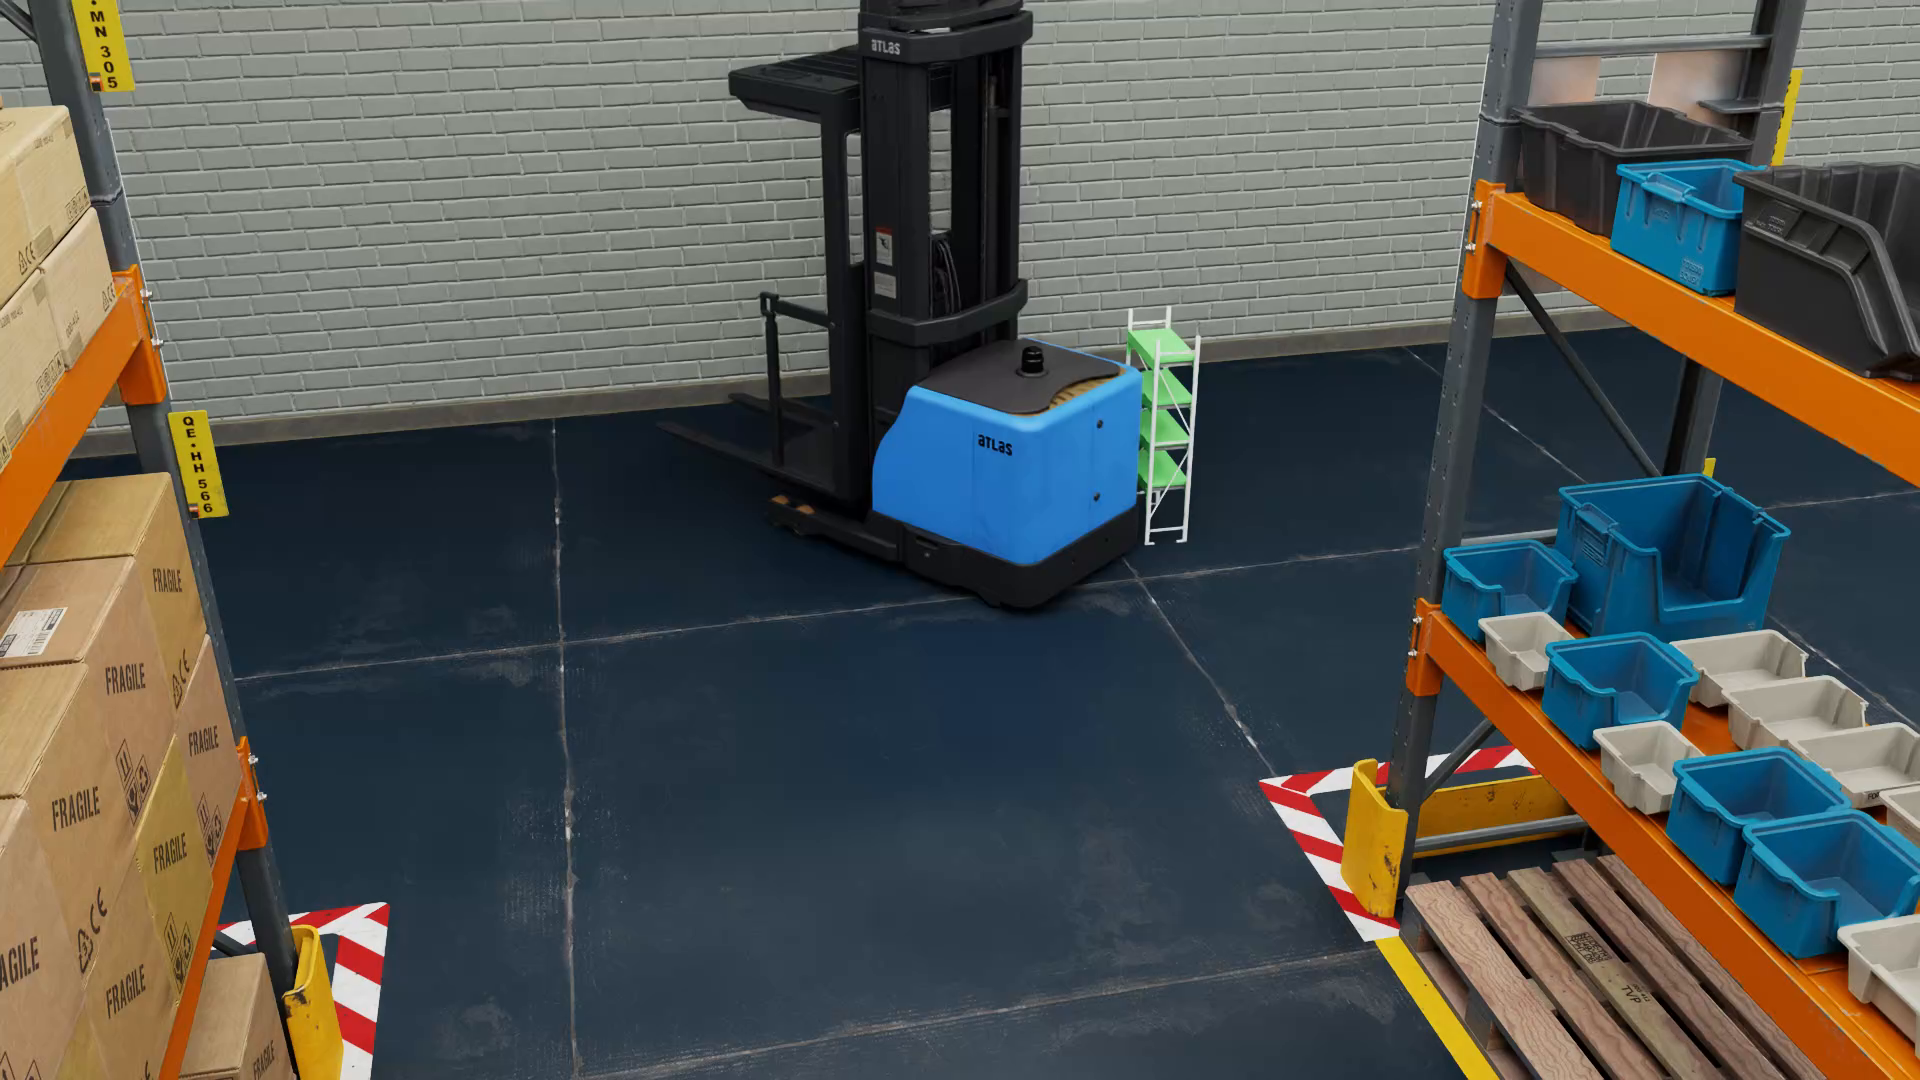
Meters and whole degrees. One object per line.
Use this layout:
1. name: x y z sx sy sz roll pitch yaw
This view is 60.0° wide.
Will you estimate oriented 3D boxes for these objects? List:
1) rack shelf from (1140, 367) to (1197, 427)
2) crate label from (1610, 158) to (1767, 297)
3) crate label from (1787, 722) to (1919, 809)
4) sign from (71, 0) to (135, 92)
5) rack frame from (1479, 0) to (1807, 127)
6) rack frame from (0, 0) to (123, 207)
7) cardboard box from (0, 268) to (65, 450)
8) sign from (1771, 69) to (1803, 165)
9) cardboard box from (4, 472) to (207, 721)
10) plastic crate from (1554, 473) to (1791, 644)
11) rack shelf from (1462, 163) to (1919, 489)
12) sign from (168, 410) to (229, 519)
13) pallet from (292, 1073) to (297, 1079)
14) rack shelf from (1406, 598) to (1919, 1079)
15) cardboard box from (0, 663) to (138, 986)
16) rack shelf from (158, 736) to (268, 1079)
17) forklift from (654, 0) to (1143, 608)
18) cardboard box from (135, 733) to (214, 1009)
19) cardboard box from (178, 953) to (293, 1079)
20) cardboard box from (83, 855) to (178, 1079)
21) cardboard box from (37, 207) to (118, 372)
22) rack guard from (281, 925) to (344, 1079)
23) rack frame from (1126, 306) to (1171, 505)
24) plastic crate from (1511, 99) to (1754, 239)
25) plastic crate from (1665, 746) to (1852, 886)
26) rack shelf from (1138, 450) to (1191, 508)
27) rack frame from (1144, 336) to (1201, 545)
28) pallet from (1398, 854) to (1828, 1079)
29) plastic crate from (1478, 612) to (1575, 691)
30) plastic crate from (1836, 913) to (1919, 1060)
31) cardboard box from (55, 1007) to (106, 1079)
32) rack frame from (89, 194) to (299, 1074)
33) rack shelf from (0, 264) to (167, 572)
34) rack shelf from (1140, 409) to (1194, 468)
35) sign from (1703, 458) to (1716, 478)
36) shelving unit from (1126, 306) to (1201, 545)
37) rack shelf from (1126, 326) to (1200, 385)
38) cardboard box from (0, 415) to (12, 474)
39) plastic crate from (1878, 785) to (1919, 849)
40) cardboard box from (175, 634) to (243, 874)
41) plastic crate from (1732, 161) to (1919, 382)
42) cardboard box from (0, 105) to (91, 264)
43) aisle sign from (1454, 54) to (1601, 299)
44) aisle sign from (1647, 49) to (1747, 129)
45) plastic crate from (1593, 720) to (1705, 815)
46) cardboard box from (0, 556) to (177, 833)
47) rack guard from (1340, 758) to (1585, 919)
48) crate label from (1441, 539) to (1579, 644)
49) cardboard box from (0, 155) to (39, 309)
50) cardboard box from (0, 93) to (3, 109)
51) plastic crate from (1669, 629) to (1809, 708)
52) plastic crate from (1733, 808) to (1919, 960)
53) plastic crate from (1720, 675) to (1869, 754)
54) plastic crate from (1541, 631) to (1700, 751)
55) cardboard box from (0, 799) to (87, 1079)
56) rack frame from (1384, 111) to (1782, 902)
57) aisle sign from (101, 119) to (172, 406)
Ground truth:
1. rack shelf: 1.090 -0.785 9.084 0.258 0.148 0.480 -5 27 -11
2. crate label: 2.021 -0.842 4.425 0.408 0.251 0.502 -6 27 -12
3. crate label: 2.626 0.672 4.816 0.396 0.136 0.243 -6 27 -12
4. sign: -2.154 -1.288 4.161 0.100 0.325 0.005 -6 27 -12
5. rack frame: 2.128 -2.685 4.583 1.000 3.000 0.127 -6 27 -12
6. rack frame: -2.699 -2.184 3.590 1.000 3.000 0.127 -6 27 -12
7. cardboard box: -2.224 -0.359 3.469 0.500 0.250 0.500 -6 27 -12
8. sign: 2.660 -1.363 5.408 0.100 0.325 0.005 -6 27 -12
9. cardboard box: -2.331 0.171 4.362 0.500 0.500 0.500 -6 27 -12
10. plastic crate: 2.385 0.078 5.660 0.616 0.435 0.499 -6 27 -12
11. rack shelf: 2.578 -0.147 3.682 1.077 0.370 4.000 -6 27 -12
12. sign: -2.154 -0.211 4.704 0.100 0.325 0.005 -6 27 -12
13. pallet: -2.501 2.122 4.811 1.003 0.211 1.213 -6 27 -12
14. rack shelf: 2.578 1.192 4.358 1.077 0.370 4.000 -6 27 -12
15. cardboard box: -2.095 0.619 3.473 0.500 0.500 0.500 -5 27 -10
16. rack shelf: -2.248 1.693 3.365 1.077 0.370 4.000 -6 27 -12
17. forklift: -0.491 -1.498 8.966 3.031 2.935 1.130 20 33 35
18. cardboard box: -2.213 0.846 4.134 0.500 0.500 0.500 -6 27 -11
19. cardboard box: -2.337 1.627 4.983 0.500 0.500 0.500 -6 27 -12
20. cardboard box: -2.106 1.066 3.699 0.500 0.500 0.500 -6 27 -11
21. cardboard box: -2.326 -0.579 3.906 0.500 0.250 0.500 -6 27 -12
22. rack guard: -2.682 1.643 5.439 1.175 0.500 0.348 -6 27 -12
23. rack frame: 1.040 -0.736 9.376 0.240 1.200 0.015 -5 27 -11
24. plastic crate: 1.943 -1.091 4.898 0.497 0.269 0.590 -6 27 -12
25. plastic crate: 2.159 0.761 4.533 0.416 0.233 0.300 -6 27 -12
26. rack shelf: 1.090 -0.357 9.300 0.258 0.148 0.480 -5 27 -11
27. rack frame: 1.140 -0.521 8.950 0.240 1.200 0.015 -5 27 -11
28. pallet: 2.276 1.604 5.838 1.003 0.211 1.213 -6 27 -12
29. plastic crate: 1.854 0.375 5.405 0.250 0.136 0.298 -6 27 -12
30. plastic crate: 2.344 1.106 3.956 0.293 0.136 0.466 -6 27 -12
31. cardboard box: -1.992 1.287 3.261 0.500 0.500 0.500 -6 27 -12
32. rack frame: -2.699 0.494 4.942 1.000 3.000 0.127 -6 27 -12
33. rack shelf: -2.248 0.354 2.689 1.077 0.370 4.000 -6 27 -12
34. rack shelf: 1.090 -0.571 9.192 0.258 0.148 0.480 -5 27 -11
35. sign: 2.660 -0.143 6.023 0.100 0.325 0.005 -6 27 -12
36. shelving unit: 1.090 -0.628 9.163 0.258 1.200 0.503 -5 27 -11
37. rack shelf: 1.090 -1.000 8.976 0.258 0.148 0.480 -5 27 -11
38. cardboard box: -2.099 -0.140 3.037 0.500 0.250 0.500 -6 27 -12
39. plastic crate: 2.710 0.800 4.562 0.298 0.136 0.250 -6 27 -12
40. cardboard box: -2.333 0.619 4.585 0.500 0.500 0.500 -5 27 -10
41. plastic crate: 2.204 -0.620 3.889 0.504 0.338 0.767 -6 27 -12
42. cardboard box: -2.335 -0.801 3.792 0.500 0.250 0.500 -6 27 -12
43. aisle sign: 1.822 -1.169 5.352 0.394 0.787 0.004 -6 27 -12
44. aisle sign: 2.397 -1.229 5.471 0.394 0.787 0.004 -6 27 -12
45. plastic crate: 2.007 0.673 4.815 0.250 0.136 0.298 -6 27 -12
46. cardboard box: -2.216 0.392 3.923 0.500 0.500 0.500 -5 27 -10
47. rack guard: 2.110 1.100 6.517 1.175 0.500 0.348 -6 27 -12
48. crate label: 1.863 0.183 5.678 0.416 0.233 0.303 -6 27 -12
49. cardboard box: -2.222 -0.582 3.357 0.500 0.250 0.500 -6 27 -12
50. cardboard box: -2.567 -1.112 3.575 0.700 0.500 0.500 -6 27 -12
51. plastic crate: 2.488 0.423 5.308 0.396 0.136 0.243 -6 27 -12
52. plastic crate: 2.227 0.892 4.272 0.416 0.233 0.300 -6 27 -12
53. plastic crate: 2.539 0.552 5.053 0.396 0.136 0.243 -6 27 -12
54. plastic crate: 2.011 0.472 5.106 0.416 0.233 0.300 -6 27 -12
55. cardboard box: -1.979 0.845 3.026 0.500 0.500 0.500 -5 27 -10
56. rack frame: 2.128 -0.007 5.935 1.000 3.000 0.127 -6 27 -12
57. aisle sign: -2.416 -0.727 4.477 0.394 0.787 0.004 -6 27 -12
